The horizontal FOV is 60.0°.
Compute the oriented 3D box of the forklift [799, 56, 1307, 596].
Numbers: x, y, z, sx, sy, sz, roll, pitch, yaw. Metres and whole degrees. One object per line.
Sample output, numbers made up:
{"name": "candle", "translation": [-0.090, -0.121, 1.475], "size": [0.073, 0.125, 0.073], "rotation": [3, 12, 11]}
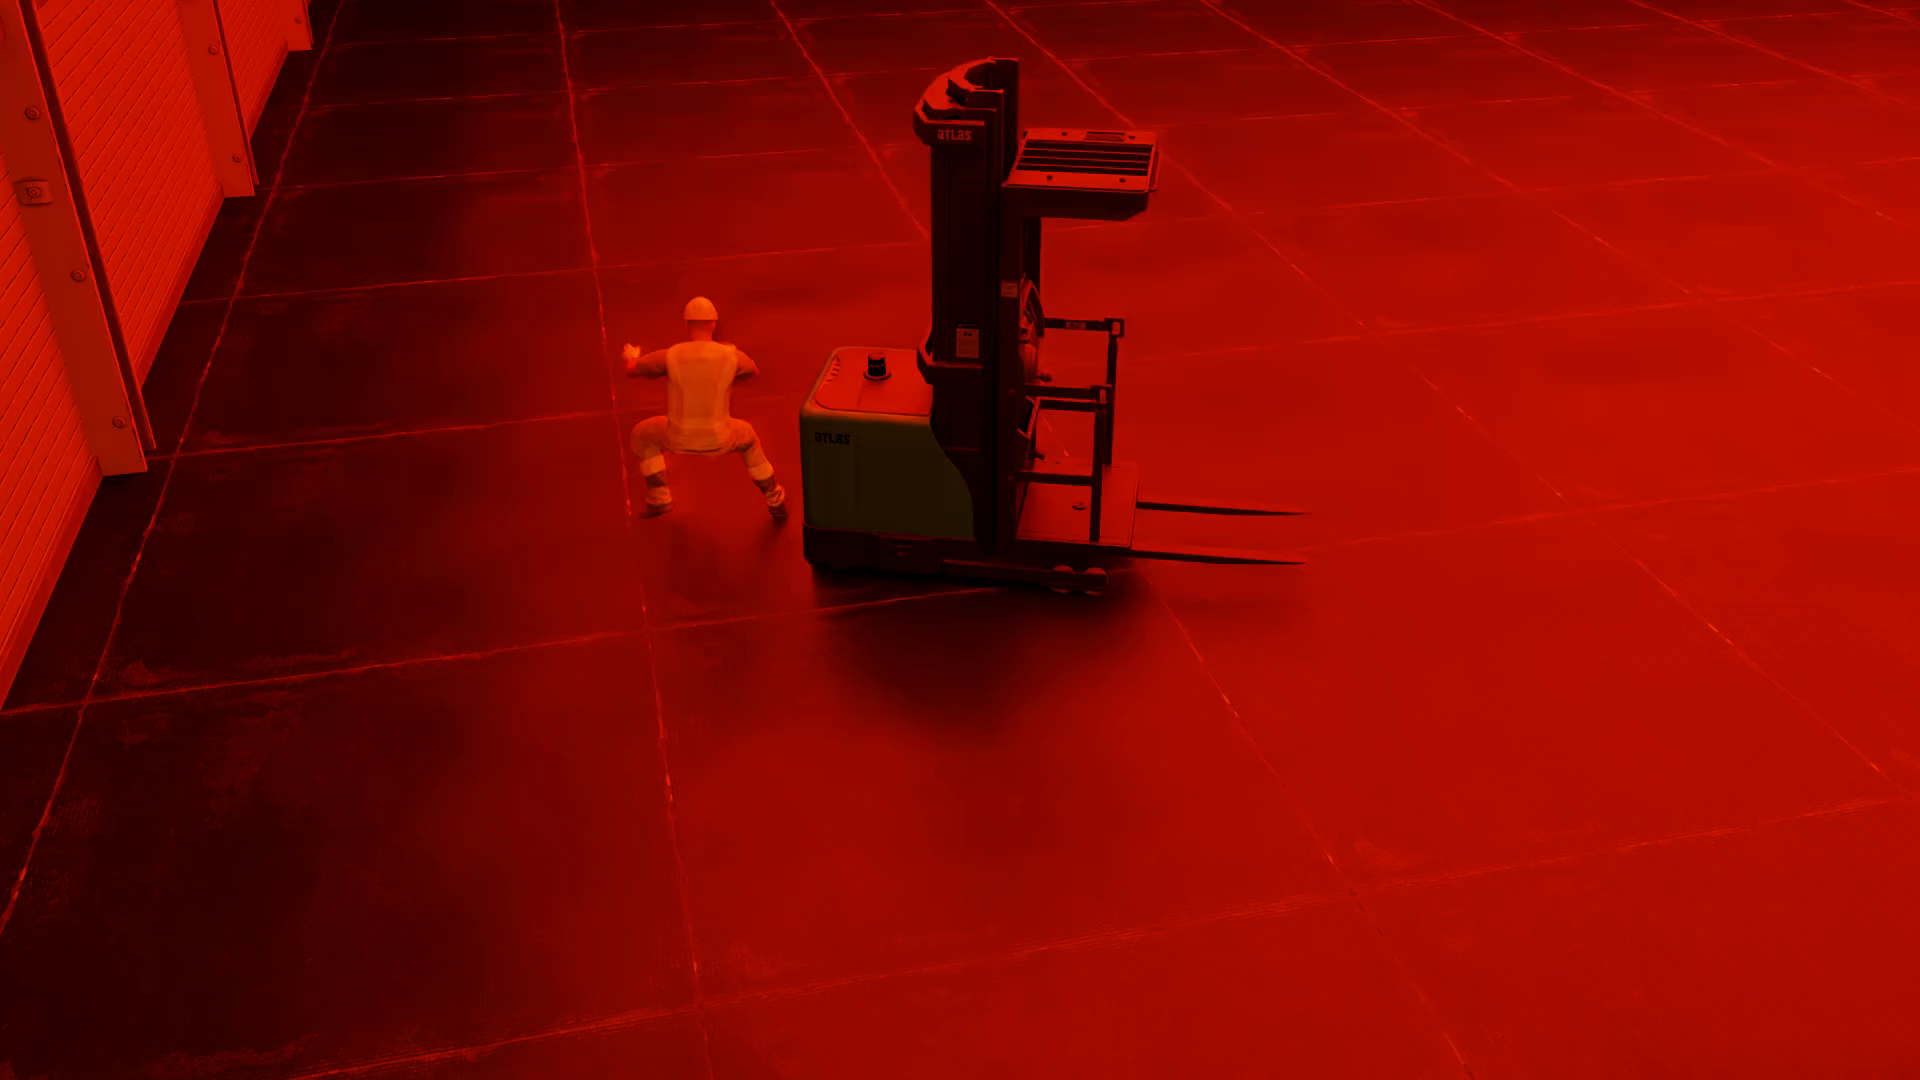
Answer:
{"name": "forklift", "translation": [0.603, -1.222, 9.686], "size": [3.031, 2.935, 1.130], "rotation": [4, 30, 8]}

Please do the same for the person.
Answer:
{"name": "person", "translation": [-1.599, -0.822, 10.389], "size": [0.980, 1.541, 0.761], "rotation": [-4, 30, -7]}
